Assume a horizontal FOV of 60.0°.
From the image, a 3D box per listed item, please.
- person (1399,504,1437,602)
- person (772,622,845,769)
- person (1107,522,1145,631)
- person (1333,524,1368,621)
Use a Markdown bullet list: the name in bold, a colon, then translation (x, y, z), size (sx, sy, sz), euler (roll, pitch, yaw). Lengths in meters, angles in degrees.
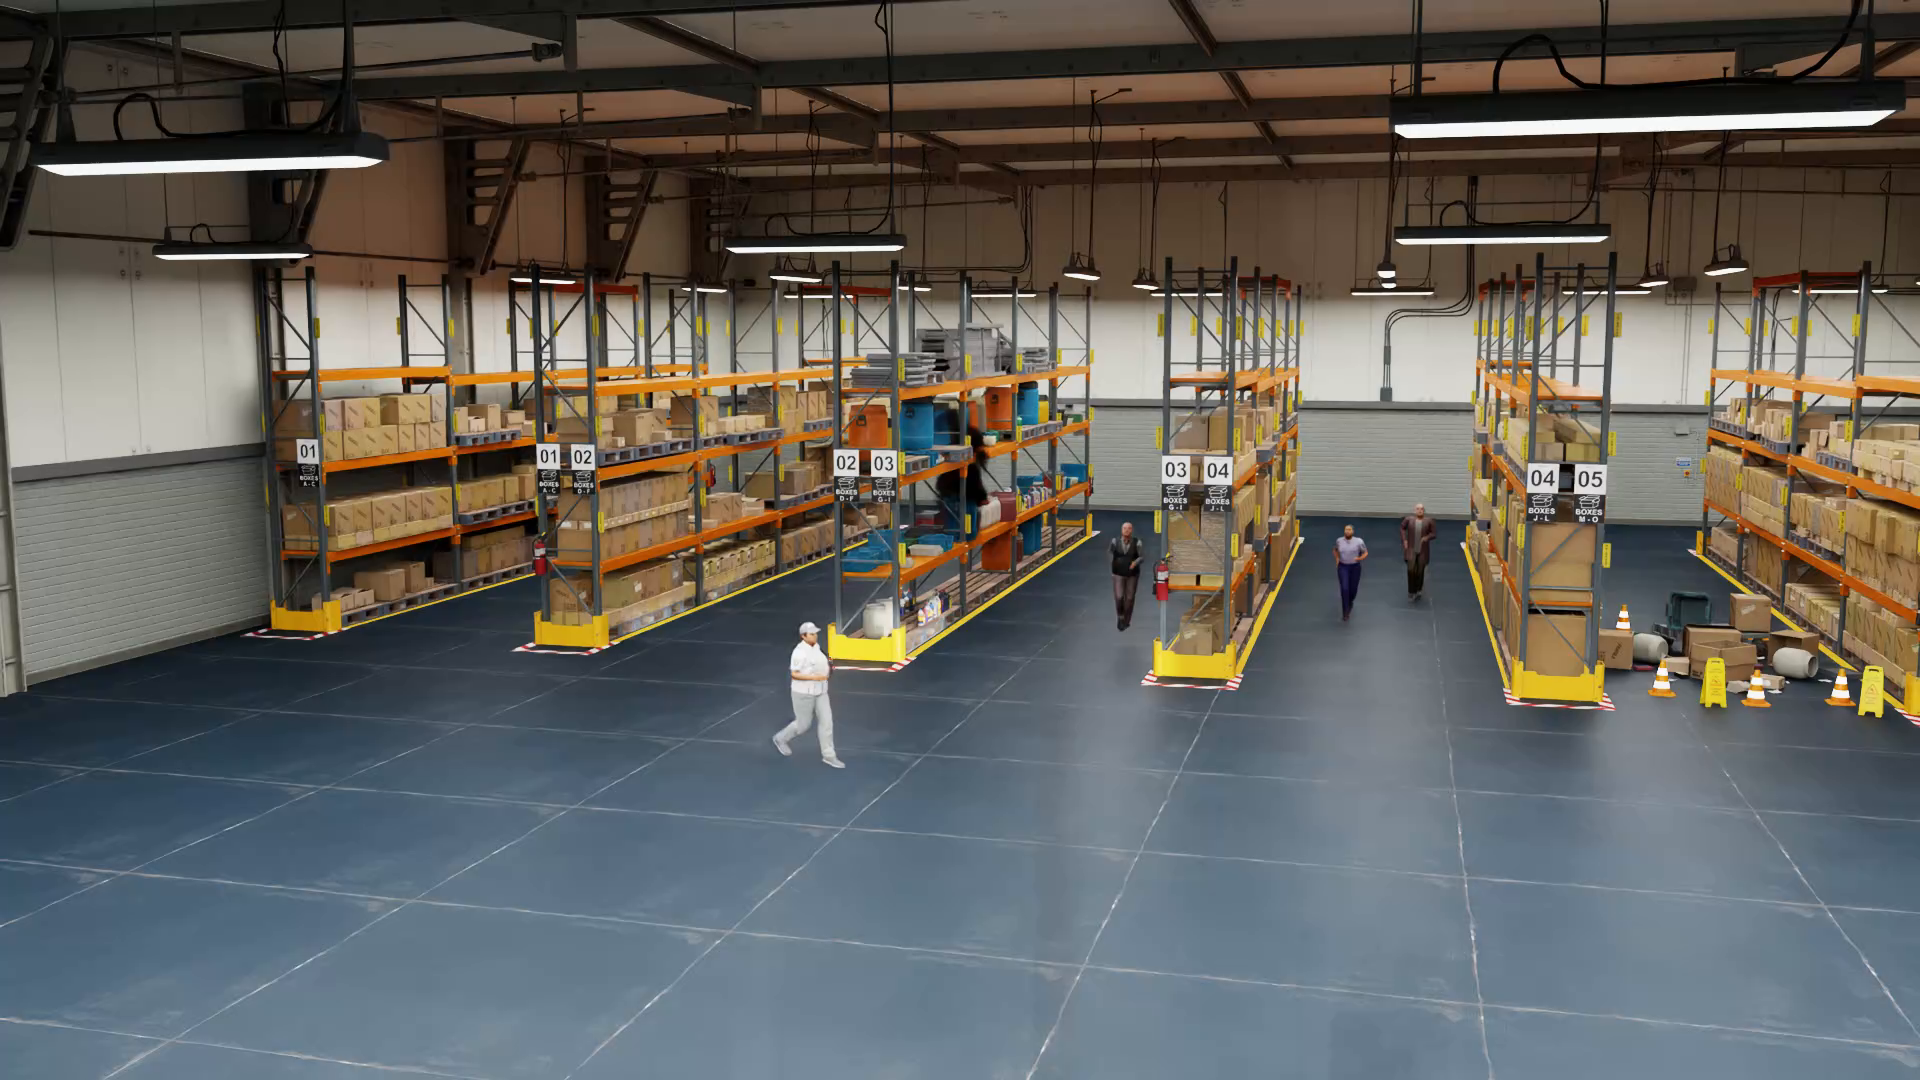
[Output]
- **person**: translation (8.457, 0.244, 30.753), size (0.688, 1.843, 0.757), euler (2, 8, 15)
- **person**: translation (-1.736, 1.763, 19.060), size (0.921, 1.667, 0.609), euler (4, 8, 31)
- **person**: translation (2.606, 0.580, 26.151), size (0.582, 1.732, 0.726), euler (1, 7, 4)
- **person**: translation (6.779, 0.539, 28.922), size (0.598, 1.657, 0.830), euler (2, 7, 13)
